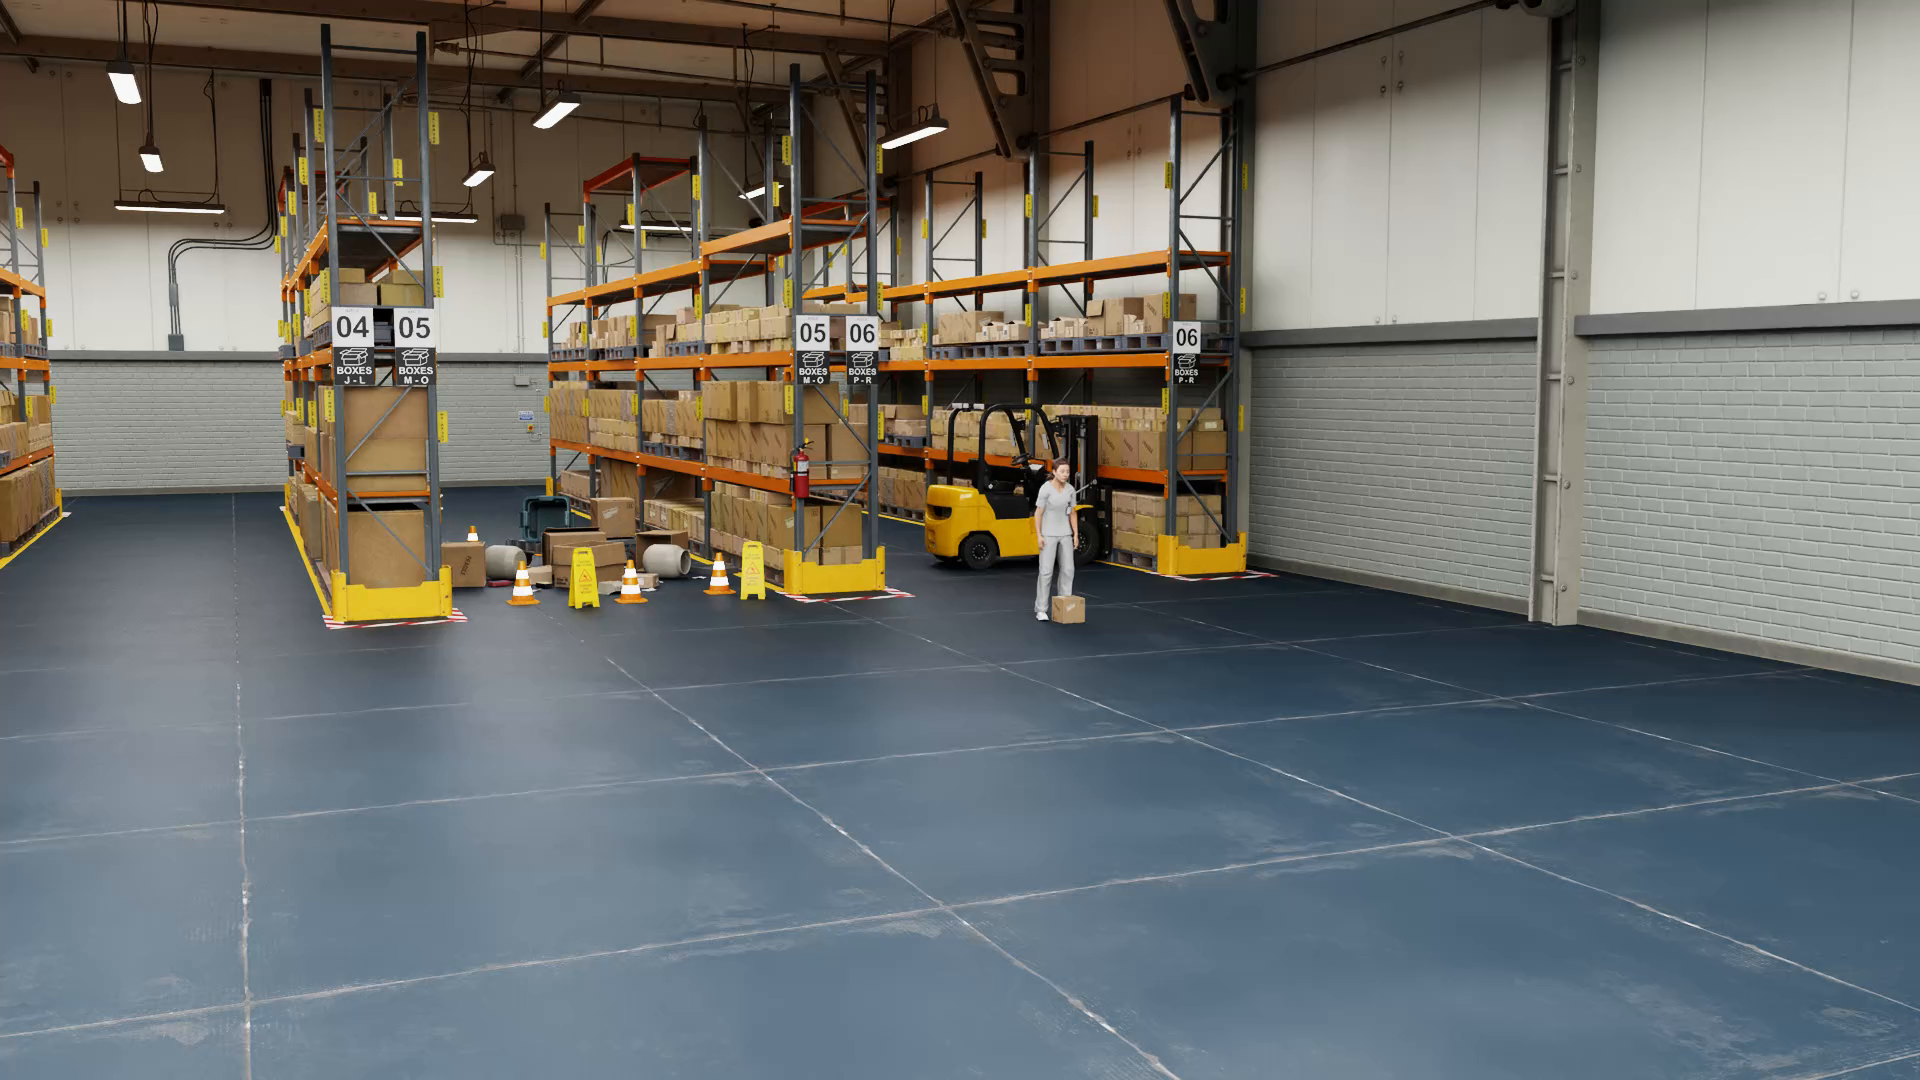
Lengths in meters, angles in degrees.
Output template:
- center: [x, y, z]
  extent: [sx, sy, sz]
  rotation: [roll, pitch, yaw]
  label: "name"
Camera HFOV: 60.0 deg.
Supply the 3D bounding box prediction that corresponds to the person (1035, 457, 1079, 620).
- center: [1.008, 0.012, 17.150]
  extent: [0.490, 1.614, 0.404]
  rotation: [-2, 6, -24]
  label: "person"
